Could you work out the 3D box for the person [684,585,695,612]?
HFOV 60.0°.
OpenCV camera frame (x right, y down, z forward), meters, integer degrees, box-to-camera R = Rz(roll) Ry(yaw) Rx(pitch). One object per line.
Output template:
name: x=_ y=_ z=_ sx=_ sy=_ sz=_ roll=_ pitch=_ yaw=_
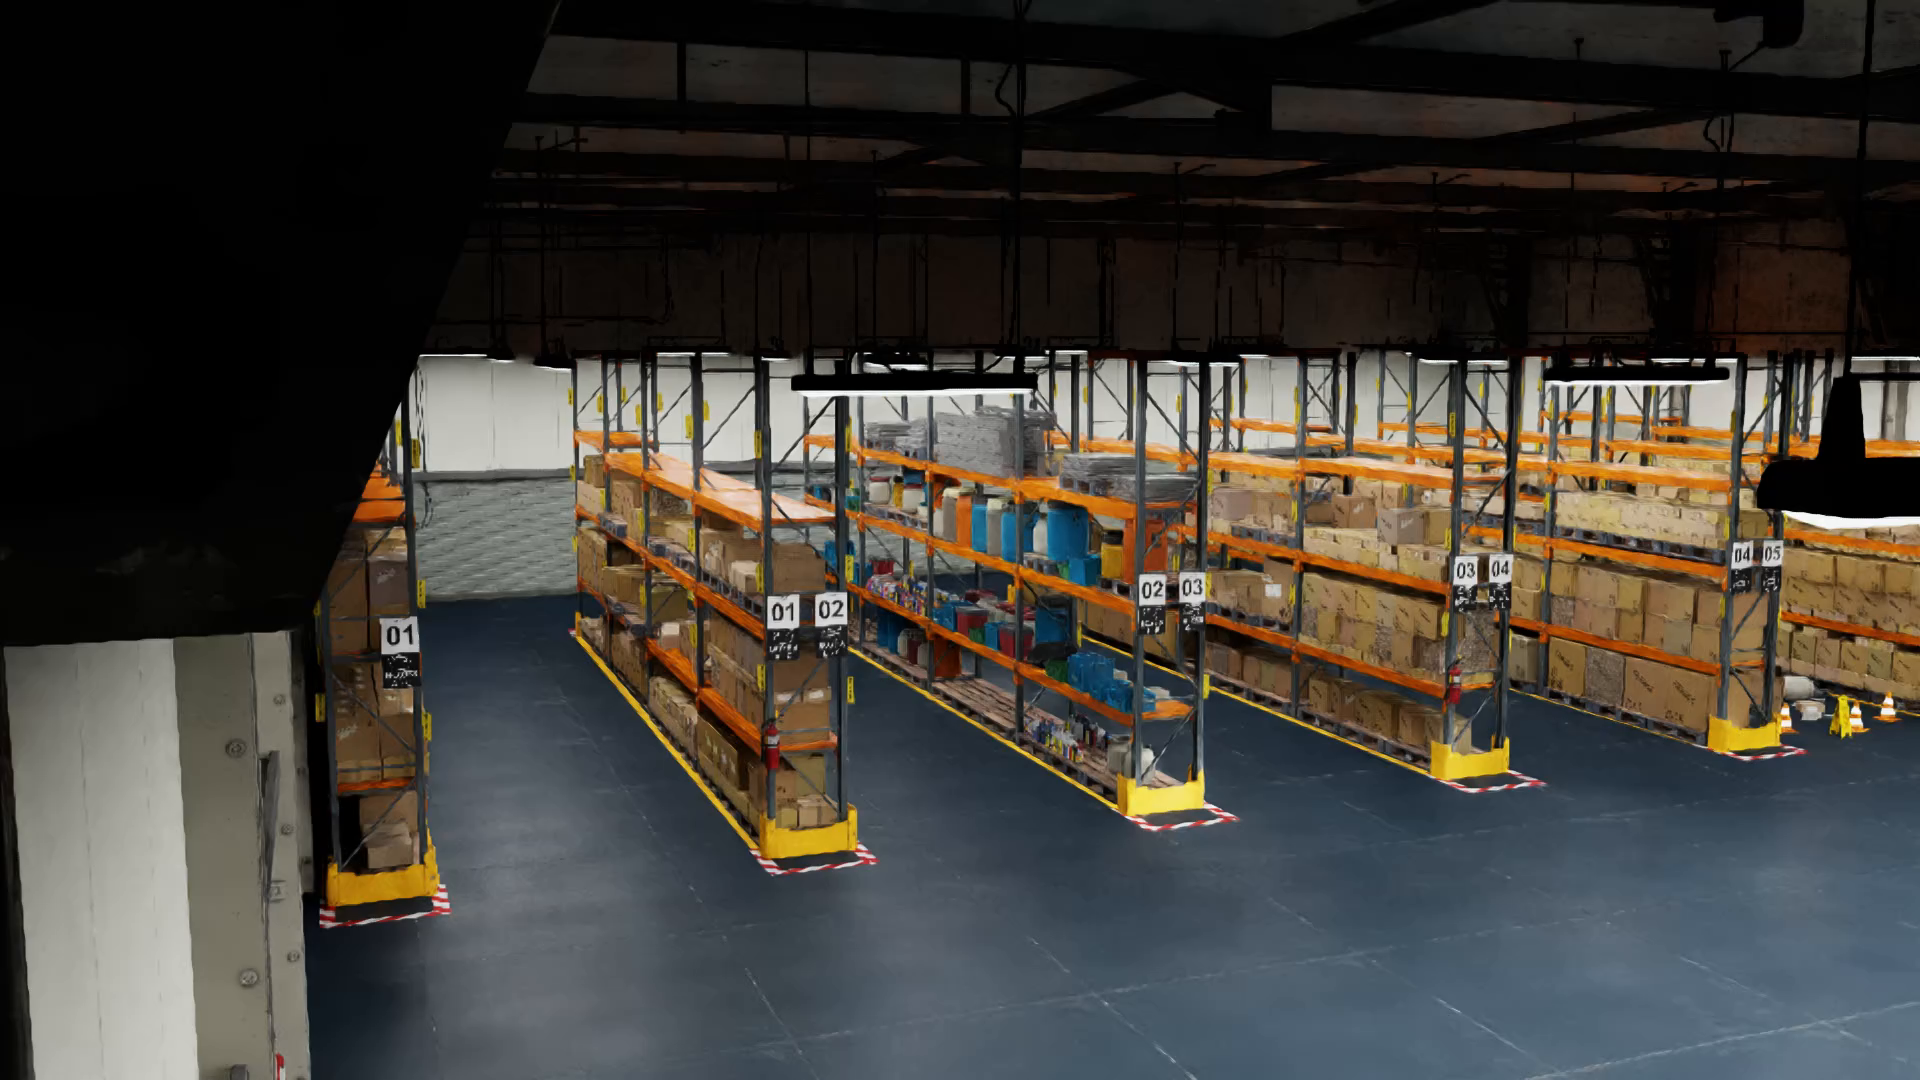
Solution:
person: x=-5.512 y=1.210 z=34.171 sx=0.607 sy=1.762 sz=0.456 roll=6 pitch=9 yaw=39
